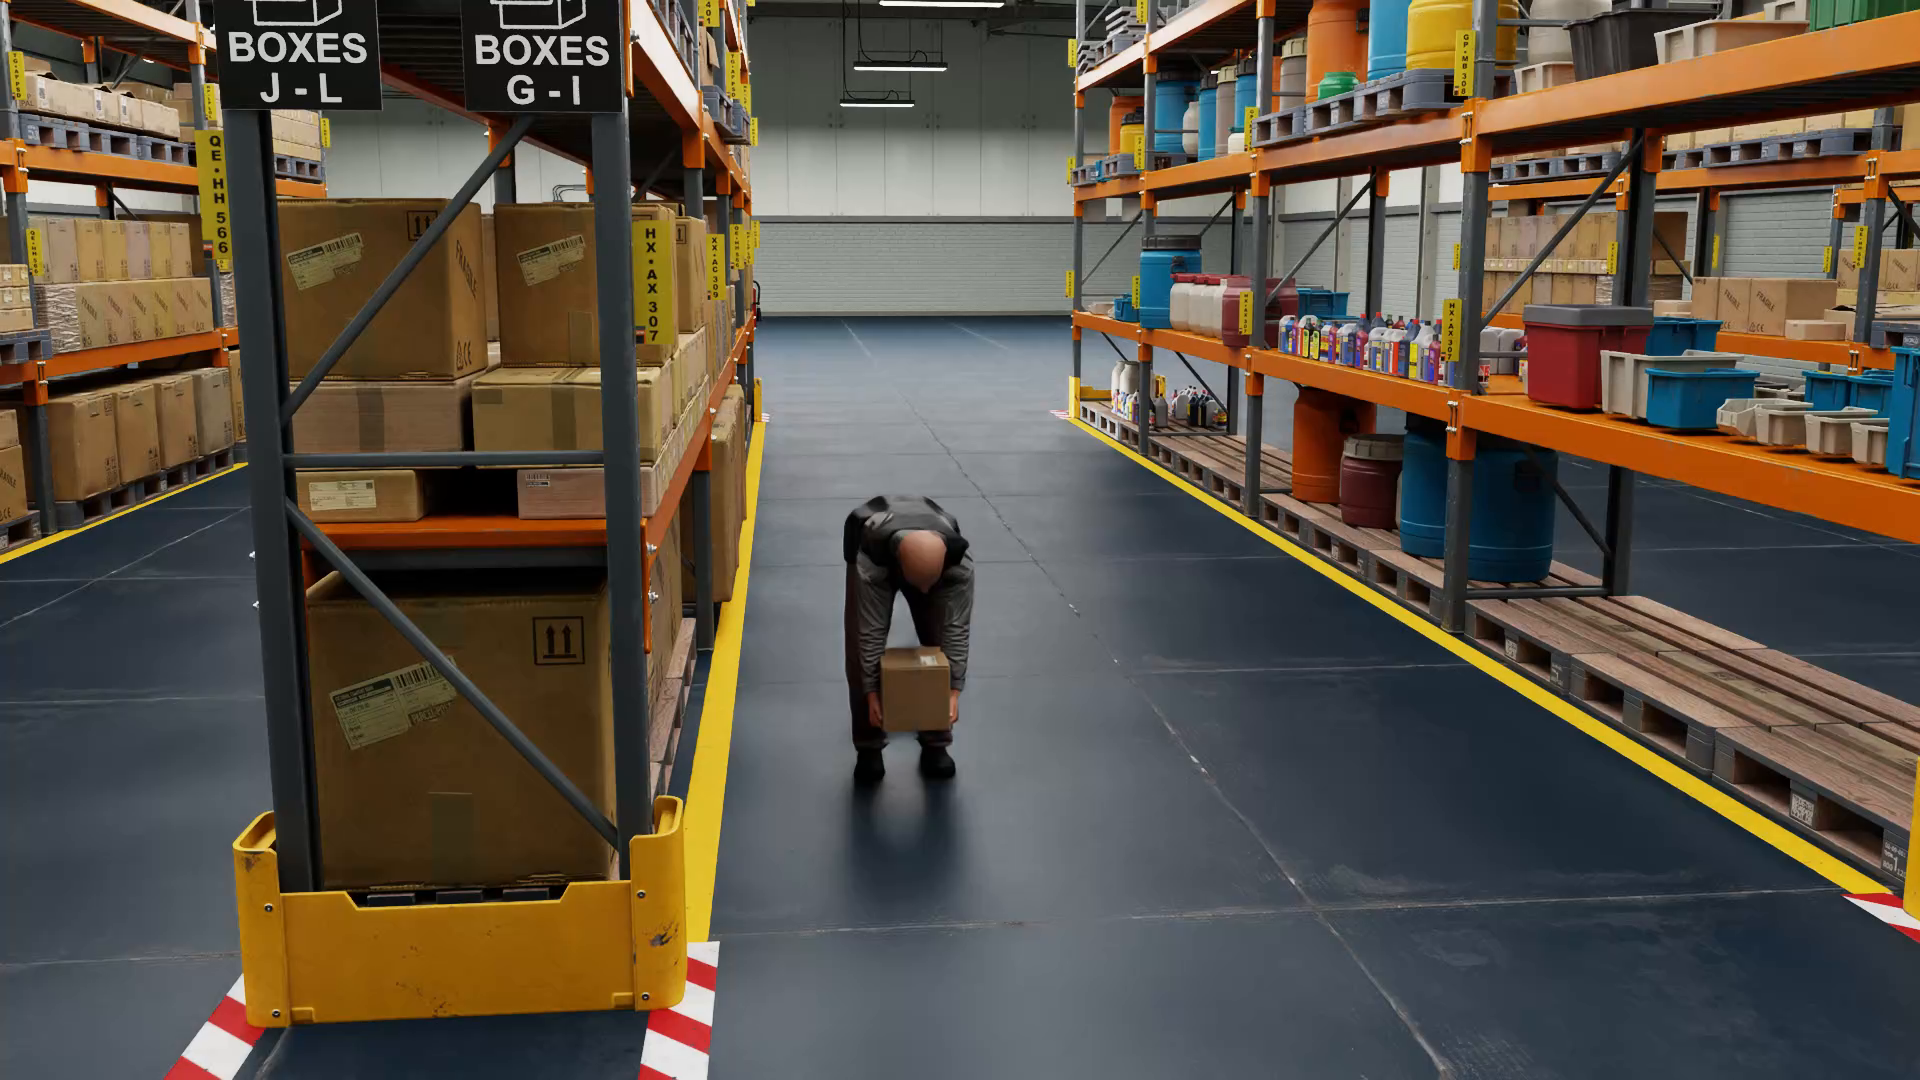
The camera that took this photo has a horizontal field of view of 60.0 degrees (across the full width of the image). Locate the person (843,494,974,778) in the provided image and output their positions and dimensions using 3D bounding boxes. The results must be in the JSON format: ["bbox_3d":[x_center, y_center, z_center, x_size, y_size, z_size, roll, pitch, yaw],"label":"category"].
[{"bbox_3d":[-0.197,0.407,6.389,0.468,1.123,0.959,-1,10,-8],"label":"person"}]
